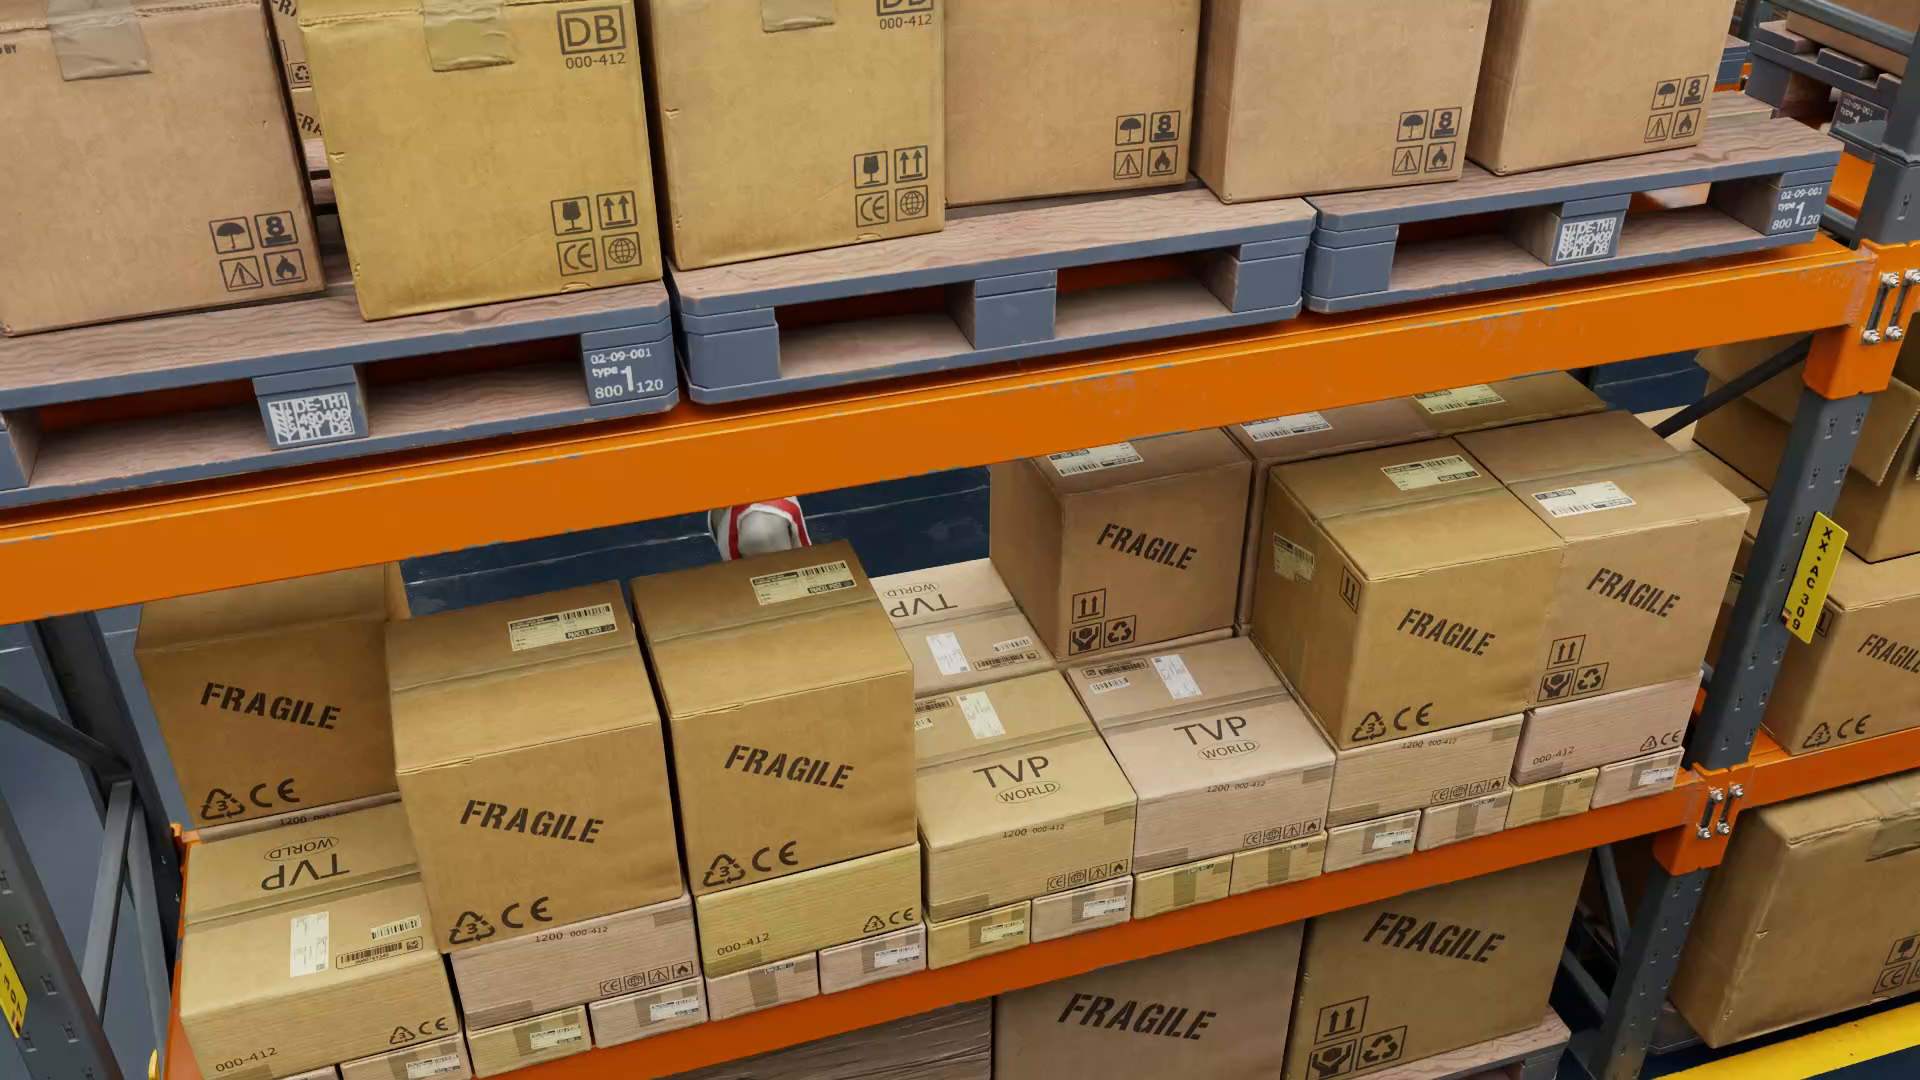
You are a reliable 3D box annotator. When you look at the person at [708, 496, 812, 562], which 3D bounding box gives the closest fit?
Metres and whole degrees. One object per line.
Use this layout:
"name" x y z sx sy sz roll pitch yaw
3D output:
"person" 5.519 1.087 4.492 11.025 1.778 7.847 -12 36 -18
